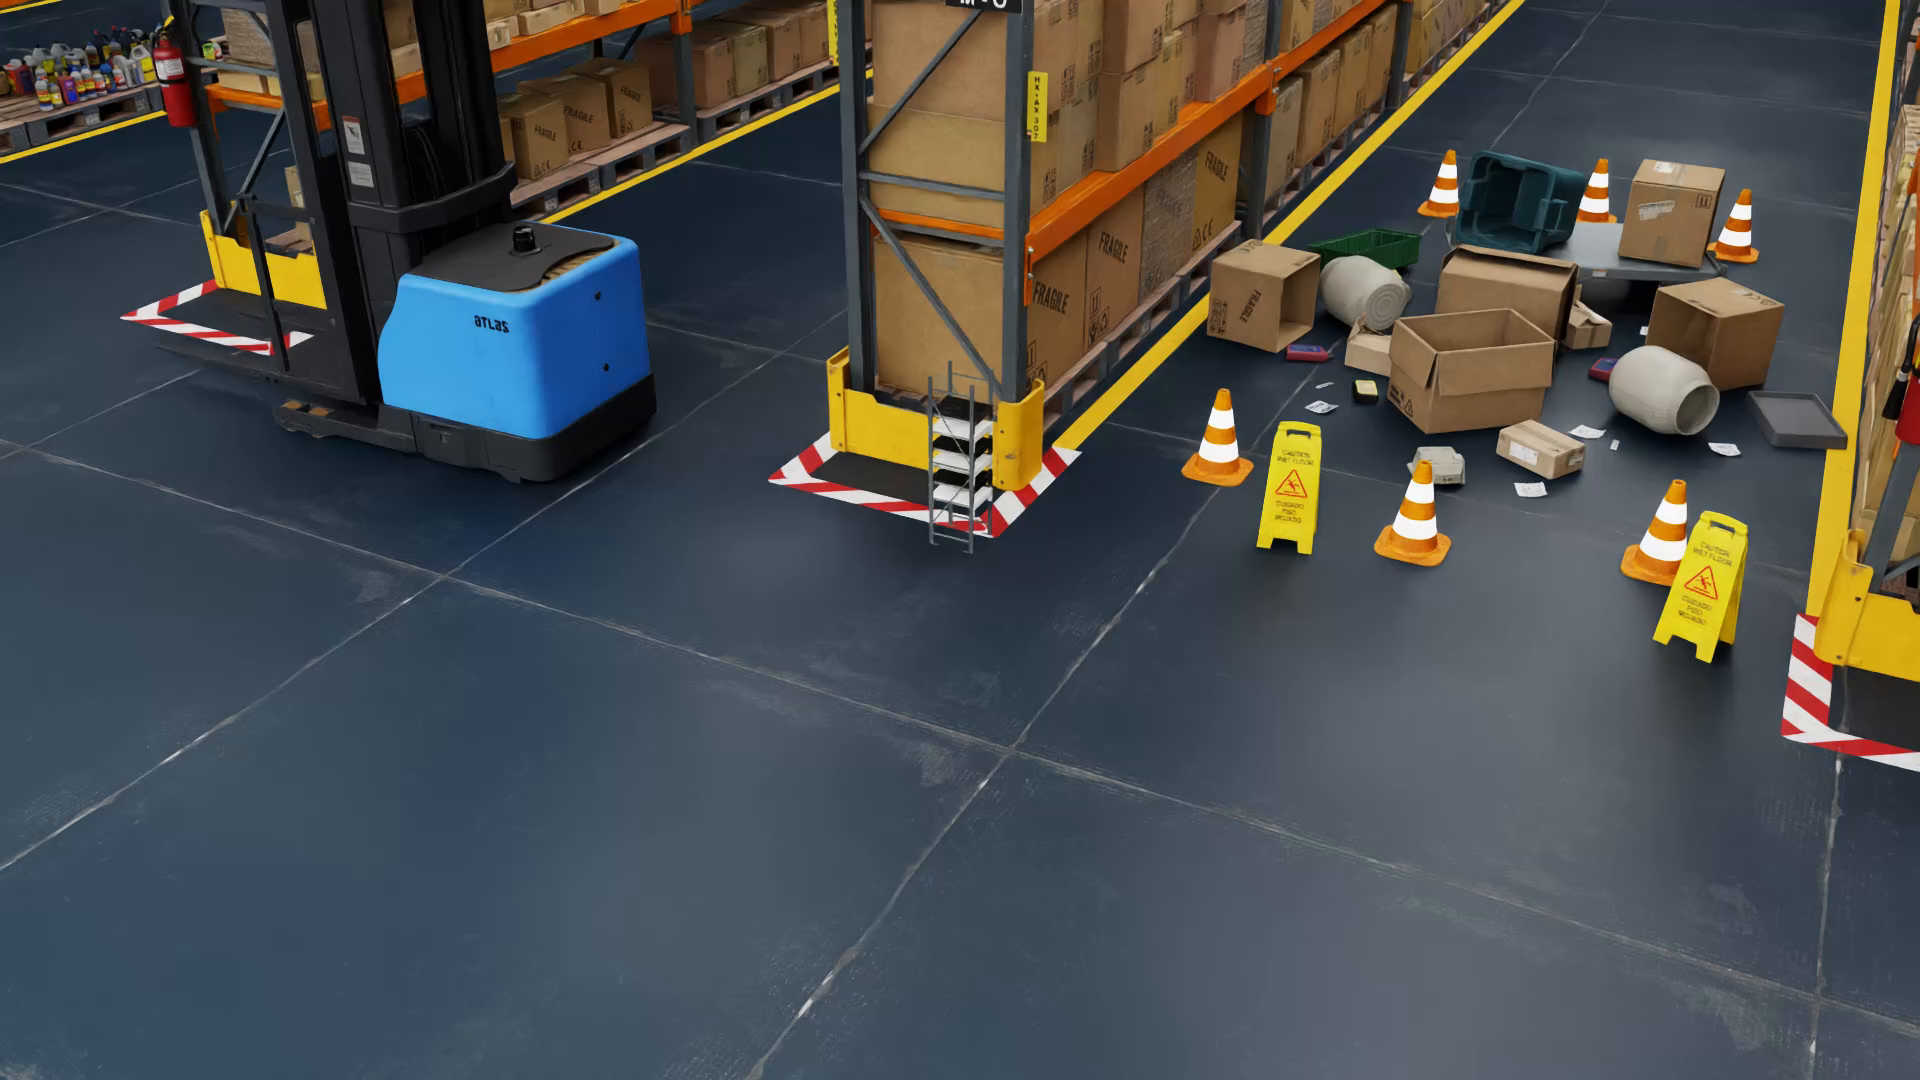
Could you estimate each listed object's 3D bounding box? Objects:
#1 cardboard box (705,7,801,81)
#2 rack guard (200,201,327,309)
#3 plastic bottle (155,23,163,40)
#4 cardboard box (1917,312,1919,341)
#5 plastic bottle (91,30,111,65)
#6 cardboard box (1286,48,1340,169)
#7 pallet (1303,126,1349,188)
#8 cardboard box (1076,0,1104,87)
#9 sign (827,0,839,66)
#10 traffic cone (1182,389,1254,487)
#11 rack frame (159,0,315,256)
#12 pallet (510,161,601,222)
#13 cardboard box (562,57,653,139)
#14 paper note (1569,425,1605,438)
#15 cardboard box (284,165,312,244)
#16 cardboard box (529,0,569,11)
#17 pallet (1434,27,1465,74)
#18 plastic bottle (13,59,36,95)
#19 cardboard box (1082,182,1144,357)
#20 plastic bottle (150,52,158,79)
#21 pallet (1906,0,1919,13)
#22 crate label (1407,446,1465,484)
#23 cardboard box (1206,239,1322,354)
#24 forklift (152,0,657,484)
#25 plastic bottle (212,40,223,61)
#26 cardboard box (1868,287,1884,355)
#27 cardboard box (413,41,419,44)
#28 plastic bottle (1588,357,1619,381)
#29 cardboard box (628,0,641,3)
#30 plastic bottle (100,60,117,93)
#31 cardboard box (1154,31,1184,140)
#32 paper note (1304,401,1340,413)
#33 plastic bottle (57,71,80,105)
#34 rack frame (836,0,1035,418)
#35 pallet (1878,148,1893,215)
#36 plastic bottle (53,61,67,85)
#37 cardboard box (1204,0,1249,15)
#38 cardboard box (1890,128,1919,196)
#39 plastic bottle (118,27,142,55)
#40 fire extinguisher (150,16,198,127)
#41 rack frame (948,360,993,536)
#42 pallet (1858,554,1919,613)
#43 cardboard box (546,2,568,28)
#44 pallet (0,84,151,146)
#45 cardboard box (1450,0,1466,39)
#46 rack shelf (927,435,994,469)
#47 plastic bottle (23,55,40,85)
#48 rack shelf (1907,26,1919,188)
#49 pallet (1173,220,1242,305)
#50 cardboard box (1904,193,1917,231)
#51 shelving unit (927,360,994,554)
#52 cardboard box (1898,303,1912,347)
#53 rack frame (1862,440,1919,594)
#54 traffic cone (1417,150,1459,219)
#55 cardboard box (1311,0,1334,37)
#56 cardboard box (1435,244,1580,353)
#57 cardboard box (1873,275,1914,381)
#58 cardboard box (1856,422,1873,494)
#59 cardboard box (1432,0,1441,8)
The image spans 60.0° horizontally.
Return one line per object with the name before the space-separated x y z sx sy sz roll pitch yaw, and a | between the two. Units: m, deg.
cardboard box | -1.886 -4.536 15.206 0.700 0.500 0.500 11 32 19
rack guard | -4.461 -1.884 11.028 1.175 0.500 0.348 14 33 23
plastic bottle | -7.618 -4.797 15.888 0.097 0.271 0.097 0 30 0
cardboard box | 4.323 -0.929 7.107 0.380 0.149 0.250 14 33 23
plastic bottle | -7.906 -4.525 15.337 0.144 0.351 0.185 13 32 21
cardboard box | 2.341 -3.466 13.111 1.050 0.750 0.750 14 33 23
pallet | 2.535 -3.230 13.662 1.003 0.211 1.213 14 33 23
cardboard box | 0.245 -2.718 8.735 0.875 0.550 0.550 14 33 23
sign | -0.603 -2.498 8.187 0.100 0.325 0.005 14 33 23
traffic cone | 1.379 -0.577 8.790 0.336 0.463 0.334 14 33 23
rack frame | -4.496 -2.934 10.347 1.000 3.000 0.127 14 33 23
pallet | -3.503 -2.649 12.651 1.003 0.211 1.213 14 33 23
cardboard box | -2.892 -3.637 13.660 0.500 0.500 0.500 13 32 22
paper note | 3.505 -0.606 9.287 0.142 0.019 0.148 -25 38 -36
cardboard box | -4.197 -2.305 11.340 0.500 0.500 0.500 21 36 32
cardboard box | -3.331 -4.236 12.215 0.875 0.500 0.500 14 33 23
pallet | 4.432 -4.986 16.721 1.003 0.211 1.213 14 33 23
plastic bottle | -8.225 -4.066 14.603 0.061 0.283 0.133 14 33 23
cardboard box | 0.522 -1.731 9.964 0.875 0.875 0.875 14 33 23
plastic bottle | -7.244 -4.326 15.057 0.061 0.283 0.133 17 34 27
pallet | 10.763 -5.658 17.892 1.003 0.211 1.213 14 33 23
crate label | 2.533 -0.391 8.794 0.250 0.136 0.298 -1 30 -3
cardboard box | 1.902 -1.533 10.415 0.500 0.500 0.500 21 36 32
forklift | -3.264 -2.057 8.889 3.031 2.935 1.130 14 33 22
plastic bottle | -6.971 -4.576 15.575 0.097 0.201 0.097 0 30 0
cardboard box | 5.639 -1.248 9.751 0.500 0.250 0.500 13 32 21
cardboard box | -3.680 -3.336 11.299 0.380 0.149 0.250 14 33 23
plastic bottle | 3.891 -1.038 9.996 0.133 0.061 0.283 21 36 32
cardboard box | -2.632 -4.327 13.026 0.380 0.149 0.250 14 33 23
plastic bottle | -7.508 -4.084 14.648 0.097 0.271 0.097 0 30 0
cardboard box | 0.805 -2.717 9.818 0.875 0.550 0.500 14 33 23
paper note | 2.080 -0.767 9.557 0.142 0.017 0.144 -25 38 -36
plastic bottle | -7.682 -3.900 14.314 0.061 0.283 0.133 15 33 24
rack frame | -0.127 -1.764 8.309 1.000 3.000 0.127 14 33 23
pallet | 7.613 -2.677 12.699 1.003 0.211 1.213 14 33 23
plastic bottle | -8.057 -4.182 14.888 0.097 0.201 0.097 0 30 0
cardboard box | 1.350 -3.644 10.349 0.875 0.550 0.550 14 33 23
cardboard box | 7.375 -2.698 12.153 0.950 0.372 0.625 14 33 22
plastic bottle | -7.692 -4.576 15.425 0.144 0.351 0.185 14 33 23
fire extinguisher | -4.958 -2.954 10.460 0.296 0.674 0.183 14 33 23
rack frame | 0.050 -0.439 8.110 0.240 0.900 0.006 14 33 23
pallet | 4.762 0.138 7.798 1.003 0.211 1.213 14 33 23
cardboard box | -3.124 -3.893 12.270 0.380 0.149 0.250 14 33 23
pallet | -7.981 -3.790 14.638 1.003 0.211 1.213 14 33 23
cardboard box | 4.755 -5.343 16.630 0.500 0.500 0.500 14 33 22
rack shelf | 0.004 -0.443 8.004 0.258 0.077 0.200 14 33 23
plastic bottle | -8.256 -4.148 14.754 0.152 0.276 0.135 13 32 22
rack shelf | 7.059 -3.034 11.243 1.077 0.370 4.000 14 33 23
pallet | 1.280 -2.008 11.536 1.003 0.211 1.213 14 33 23
cardboard box | 5.529 -1.813 9.330 0.380 0.149 0.250 15 33 24
shelving unit | 0.004 -0.394 8.032 0.258 0.900 0.210 14 33 23
cardboard box | 4.684 -0.985 7.888 0.380 0.149 0.250 15 33 24
rack frame | 4.326 -0.686 6.432 1.000 3.000 0.127 14 33 23
traffic cone | 3.651 -2.689 12.468 0.336 0.463 0.334 14 33 23
cardboard box | 2.404 -3.977 12.062 0.500 0.500 0.500 15 33 24
cardboard box | 3.291 -1.431 10.101 0.797 0.637 0.503 14 33 23
cardboard box | 5.168 -1.104 8.747 0.500 0.500 0.500 16 34 26
cardboard box | 4.698 -0.323 8.139 0.500 0.250 0.500 14 33 23
cardboard box | 4.278 -5.209 15.645 0.500 0.250 0.500 14 33 23
